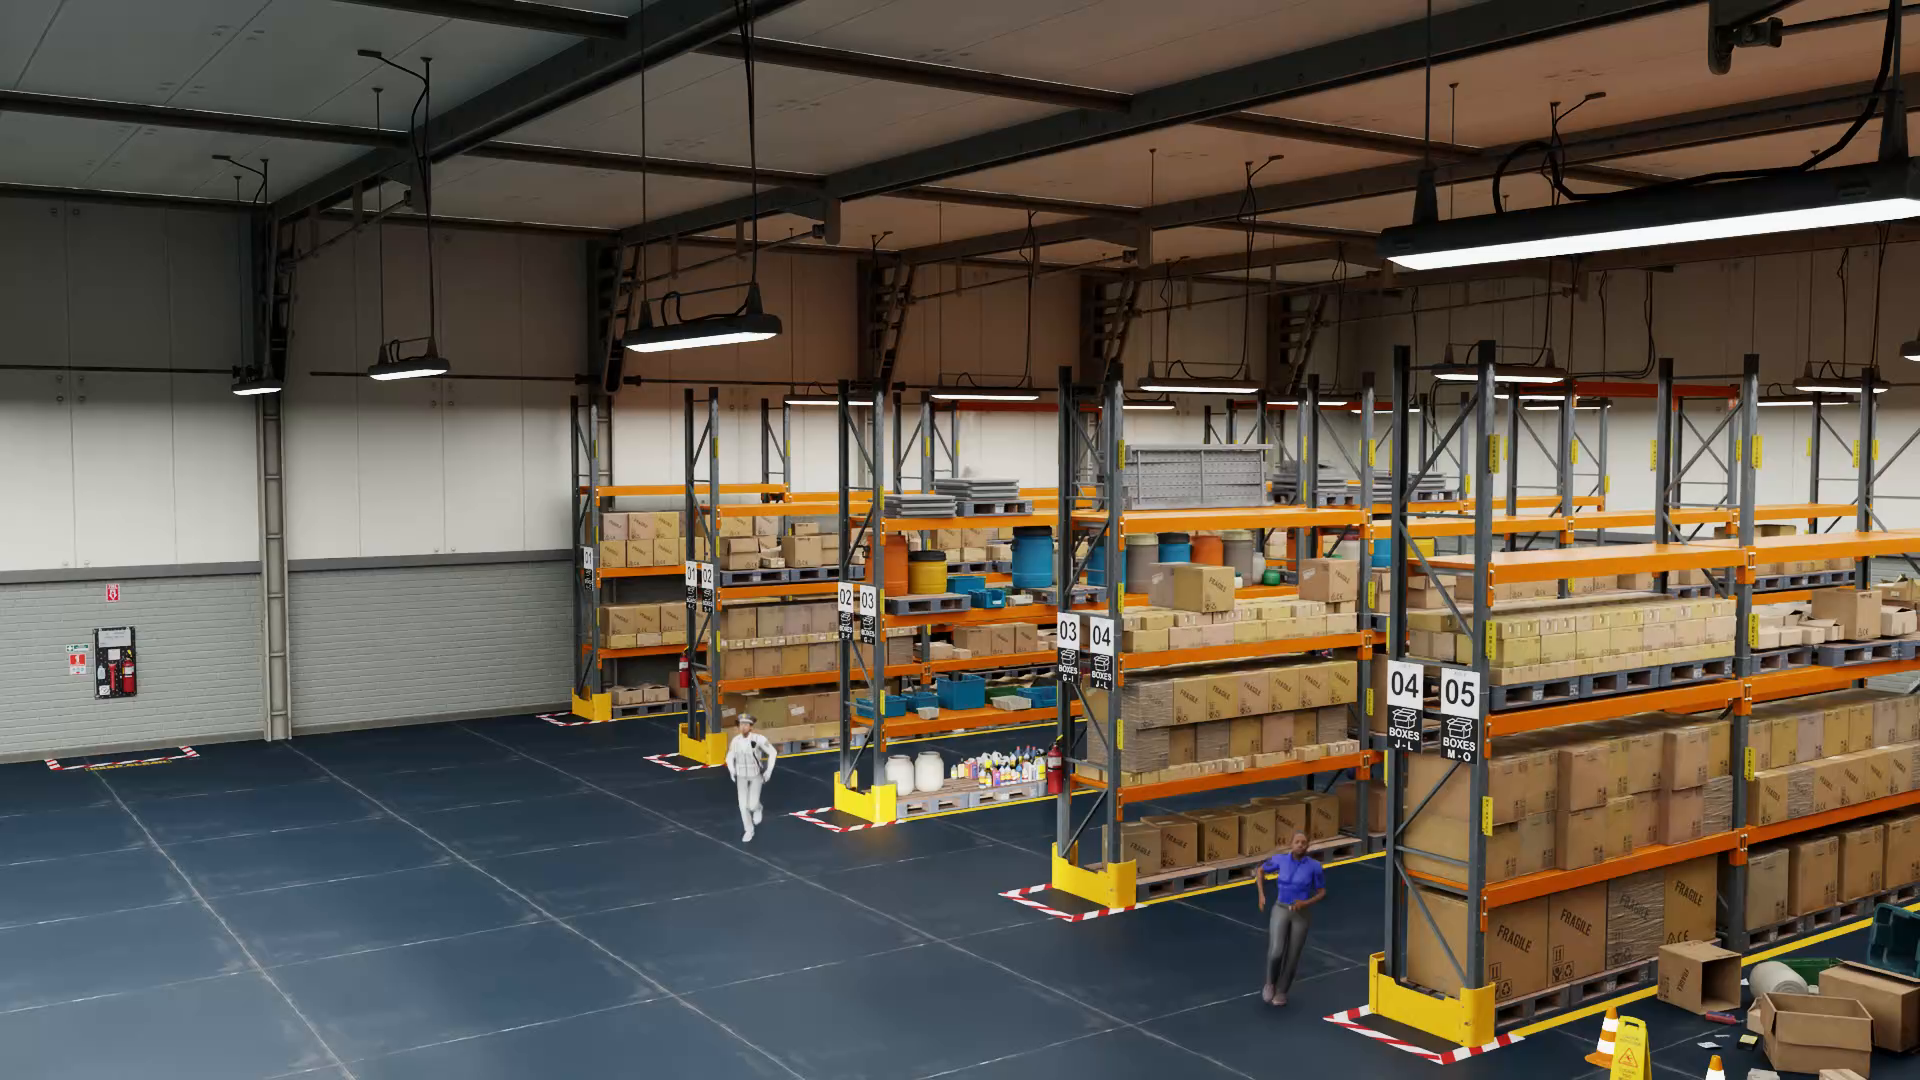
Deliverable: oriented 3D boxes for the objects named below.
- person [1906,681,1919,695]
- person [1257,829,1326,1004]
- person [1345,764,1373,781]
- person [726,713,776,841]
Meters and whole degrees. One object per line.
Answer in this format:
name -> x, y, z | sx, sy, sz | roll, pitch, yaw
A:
person -> 15.205, 2.800, 26.143 | 0.646, 1.591, 0.634 | 3, 4, 39
person -> 3.023, 3.447, 15.144 | 0.606, 1.614, 0.559 | 0, 3, 7
person -> 5.736, 2.969, 23.512 | 0.575, 1.599, 0.614 | -3, 4, -39
person -> -2.711, 3.061, 21.487 | 0.641, 1.654, 0.615 | 1, 3, 10
